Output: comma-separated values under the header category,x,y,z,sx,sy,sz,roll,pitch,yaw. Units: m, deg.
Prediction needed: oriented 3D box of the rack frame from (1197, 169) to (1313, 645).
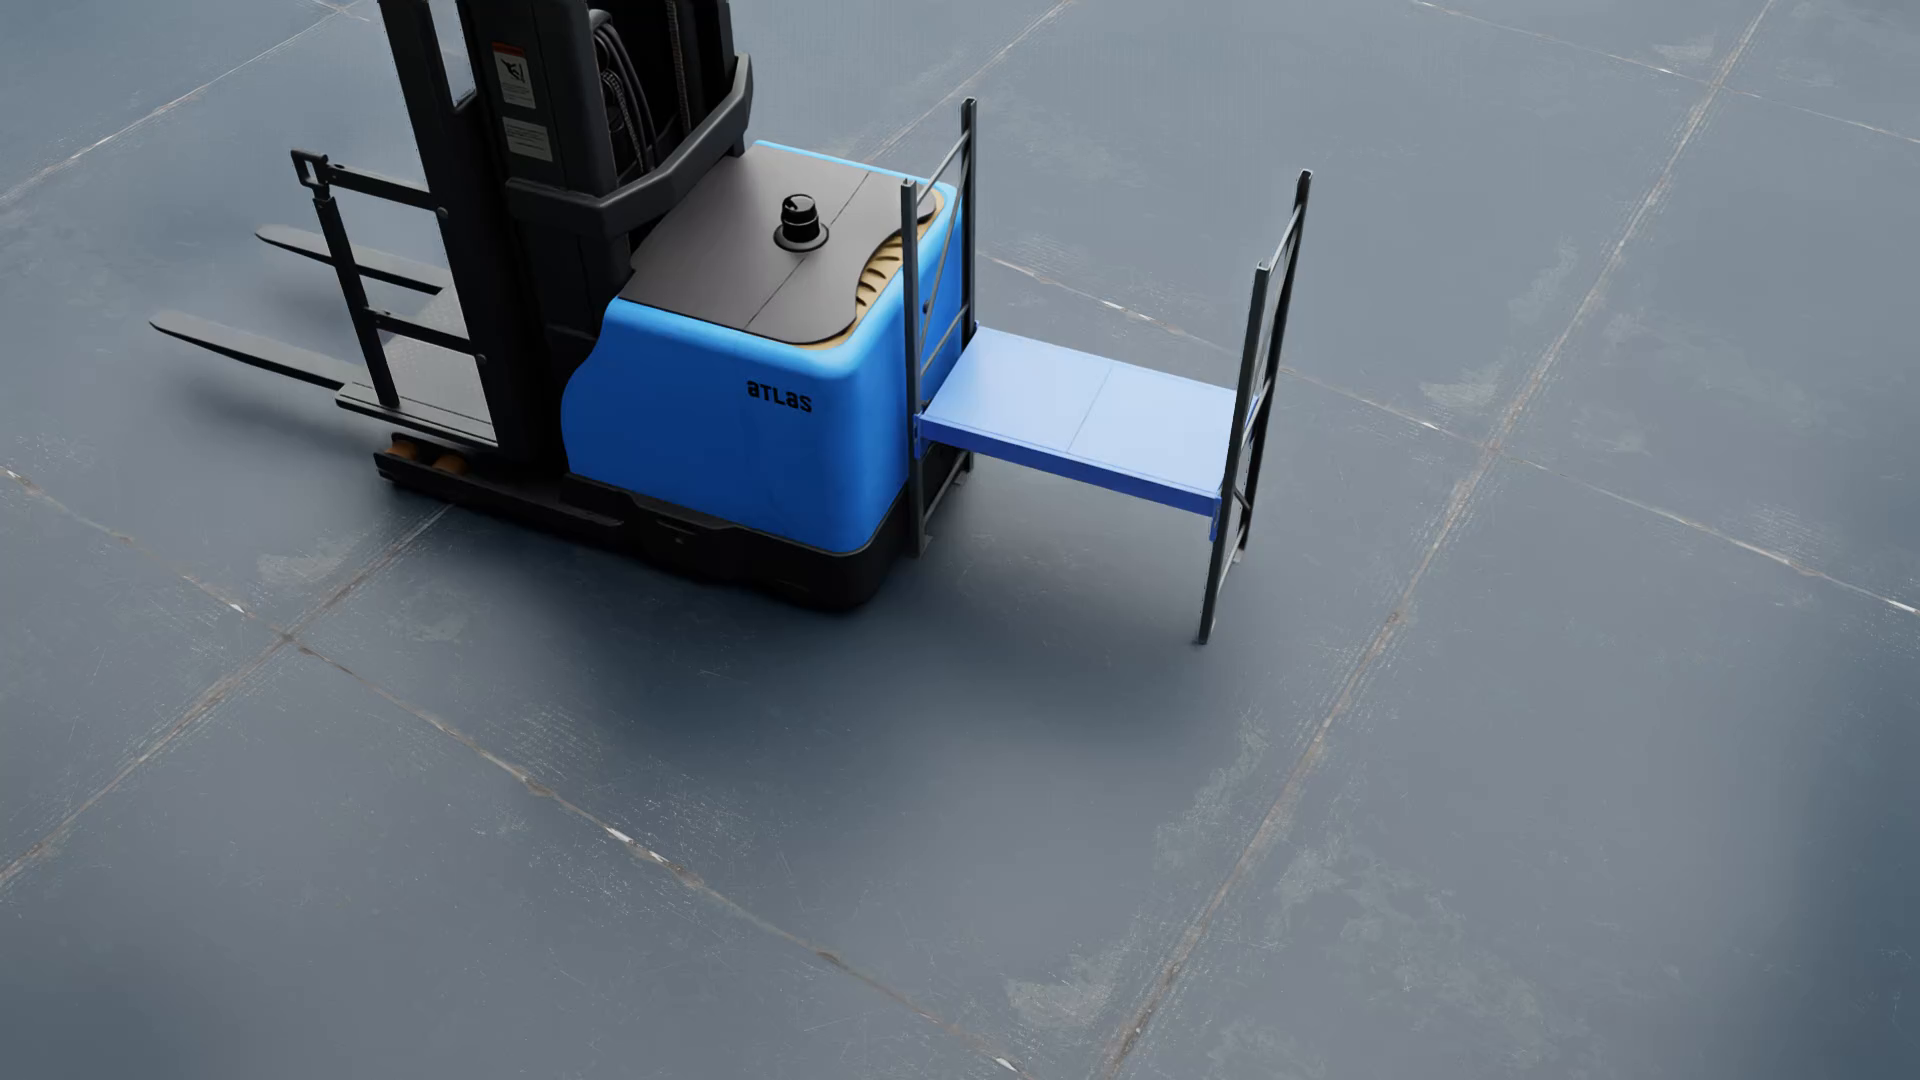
category,x,y,z,sx,sy,sz,roll,pitch,yaw
rack frame,0.883,-0.351,5.045,0.032,1.500,0.500,16,48,15

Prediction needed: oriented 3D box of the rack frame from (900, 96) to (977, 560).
category,x,y,z,sx,sy,sz,roll,pitch,yaw
rack frame,-0.058,-0.626,5.312,0.032,1.500,0.500,16,48,15

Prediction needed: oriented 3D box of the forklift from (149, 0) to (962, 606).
category,x,y,z,sx,sy,sz,roll,pitch,yaw
forklift,-1.520,-1.493,5.157,3.031,2.935,1.130,17,48,15

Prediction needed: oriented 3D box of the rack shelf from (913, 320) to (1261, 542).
category,x,y,z,sx,sy,sz,roll,pitch,yaw
rack shelf,0.412,-0.363,5.308,1.000,0.185,0.538,16,48,15

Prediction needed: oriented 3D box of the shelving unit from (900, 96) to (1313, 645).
category,x,y,z,sx,sy,sz,roll,pitch,yaw
shelving unit,0.412,-0.488,5.179,1.048,1.500,0.538,16,48,15
